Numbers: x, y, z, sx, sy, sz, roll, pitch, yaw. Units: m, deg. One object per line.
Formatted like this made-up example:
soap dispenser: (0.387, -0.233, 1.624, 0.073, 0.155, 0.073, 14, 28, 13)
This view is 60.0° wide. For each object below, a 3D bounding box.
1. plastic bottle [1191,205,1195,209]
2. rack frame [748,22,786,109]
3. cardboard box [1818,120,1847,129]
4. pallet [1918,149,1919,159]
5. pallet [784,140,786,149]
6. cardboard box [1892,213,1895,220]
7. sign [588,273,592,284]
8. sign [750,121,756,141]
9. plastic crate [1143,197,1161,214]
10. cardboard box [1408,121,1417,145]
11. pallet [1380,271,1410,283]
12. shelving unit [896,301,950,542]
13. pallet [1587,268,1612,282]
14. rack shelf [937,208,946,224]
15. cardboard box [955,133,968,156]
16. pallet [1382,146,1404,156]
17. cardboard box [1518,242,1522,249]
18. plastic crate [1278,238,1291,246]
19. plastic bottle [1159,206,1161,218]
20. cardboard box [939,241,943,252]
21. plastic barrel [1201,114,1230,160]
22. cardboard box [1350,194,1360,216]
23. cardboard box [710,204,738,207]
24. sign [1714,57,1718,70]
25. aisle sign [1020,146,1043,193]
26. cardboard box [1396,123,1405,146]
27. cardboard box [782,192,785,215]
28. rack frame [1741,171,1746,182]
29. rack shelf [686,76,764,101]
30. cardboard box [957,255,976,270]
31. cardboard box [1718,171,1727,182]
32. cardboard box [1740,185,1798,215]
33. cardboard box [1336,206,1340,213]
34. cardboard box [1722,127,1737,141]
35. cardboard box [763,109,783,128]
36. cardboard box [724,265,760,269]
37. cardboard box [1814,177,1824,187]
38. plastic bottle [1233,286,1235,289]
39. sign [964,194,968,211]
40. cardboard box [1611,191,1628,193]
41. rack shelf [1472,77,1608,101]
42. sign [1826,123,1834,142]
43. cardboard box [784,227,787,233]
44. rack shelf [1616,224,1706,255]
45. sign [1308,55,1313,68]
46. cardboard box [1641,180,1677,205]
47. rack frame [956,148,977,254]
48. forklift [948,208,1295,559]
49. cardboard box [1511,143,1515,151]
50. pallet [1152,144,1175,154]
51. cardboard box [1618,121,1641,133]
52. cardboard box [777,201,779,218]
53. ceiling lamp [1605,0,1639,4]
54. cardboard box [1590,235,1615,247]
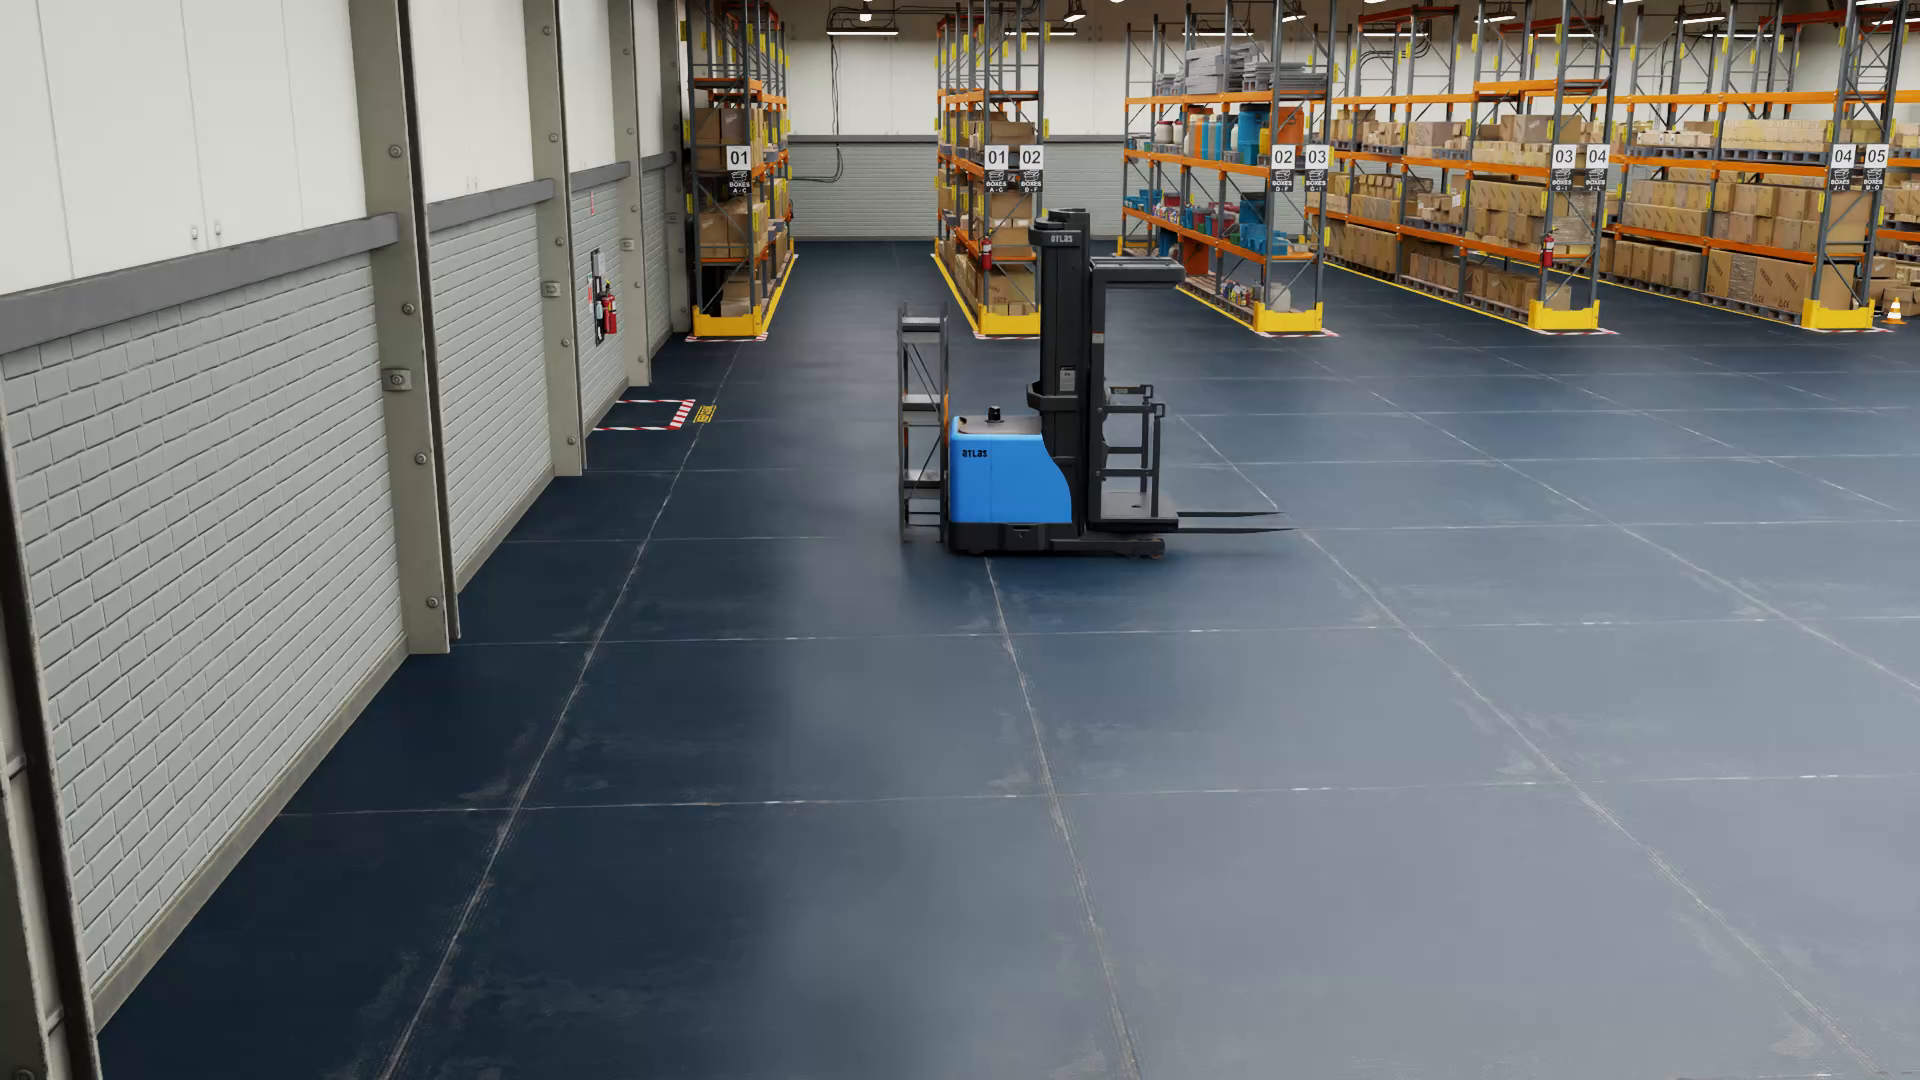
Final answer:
plastic bottle: (5.419, -7.586, 38.589, 0.144, 0.351, 0.185, -1, 14, -3)
rack frame: (-5.025, -11.890, 43.180, 1.000, 3.000, 0.127, -1, 14, -3)
cardboard box: (15.395, -7.334, 29.352, 0.380, 0.149, 0.250, -1, 14, -3)
pallet: (20.509, -7.900, 34.067, 1.213, 0.211, 1.003, -1, 14, -3)
pallet: (-4.890, -9.906, 41.666, 1.003, 0.211, 1.213, -1, 14, -3)
cardboard box: (20.171, -6.909, 35.522, 0.380, 0.149, 0.250, -1, 14, -5)
sign: (-4.514, -3.195, 20.290, 0.001, 0.109, 0.331, -1, 14, -3)
sign: (-3.492, -6.890, 28.012, 0.100, 0.325, 0.005, -1, 14, -3)
plastic crate: (4.742, -8.275, 41.081, 0.392, 0.384, 0.575, -1, 14, -3)
cardboard box: (10.075, -8.847, 36.168, 0.500, 0.500, 0.500, -1, 14, -3)
pallet: (10.329, -6.072, 38.201, 1.003, 0.211, 1.213, -1, 14, -3)
shelving unit: (-0.324, -1.064, 14.949, 0.431, 2.100, 0.503, 1, 14, 4)
pallet: (15.212, -6.120, 38.389, 1.003, 0.211, 1.213, -1, 14, -3)
rack shelf: (0.043, -8.217, 42.385, 1.077, 0.370, 4.000, -1, 14, -3)
cardboard box: (0.354, -8.682, 36.529, 0.910, 0.500, 0.500, -1, 14, -3)
pallet: (10.209, -8.745, 37.355, 1.213, 0.211, 1.003, 0, 14, -1)
cardboard box: (10.518, -5.430, 30.615, 0.380, 0.149, 0.250, -1, 14, -3)
plastic crate: (5.960, -5.626, 31.401, 0.530, 0.136, 0.437, -1, 14, -3)
plastic bottle: (4.763, -7.768, 39.432, 0.061, 0.283, 0.133, -1, 14, -3)
cardboard box: (-0.299, -7.680, 43.490, 0.500, 0.250, 0.500, -1, 14, -3)
plastic barrel: (5.278, -8.297, 34.230, 0.600, 0.901, 0.708, -1, 14, -3)
cardboard box: (9.833, -8.150, 40.481, 0.500, 0.500, 0.500, -1, 14, -3)
cardboard box: (-4.432, -6.052, 31.284, 0.500, 0.500, 0.500, -1, 14, -4)
sign: (20.240, -12.768, 44.559, 0.100, 0.325, 0.005, -1, 14, -3)
aisle sign: (1.220, -6.331, 28.394, 0.394, 0.787, 0.004, -1, 14, -3)
cardboard box: (10.193, -9.081, 37.233, 0.797, 0.503, 0.637, 0, 14, 0)
cardboard box: (-4.794, -8.271, 40.549, 0.980, 0.700, 0.700, -1, 14, -3)
rack frame: (19.945, -8.373, 41.548, 1.000, 3.000, 0.127, -1, 14, -3)
rack shelf: (-4.157, -8.059, 29.738, 1.077, 0.370, 4.000, -1, 14, -3)
cardboard box: (0.195, -5.951, 35.685, 0.500, 0.311, 0.500, -1, 14, -5)
cardboard box: (19.617, -9.145, 42.341, 0.500, 0.500, 0.500, -1, 14, -4)
cardboard box: (15.542, -6.513, 31.853, 0.875, 0.550, 0.550, -1, 14, -3)
cardboard box: (9.677, -8.297, 41.756, 0.380, 0.149, 0.250, -1, 14, -4)
cardboard box: (15.258, -7.931, 32.474, 0.500, 0.250, 0.500, -1, 14, -3)
cardboard box: (-4.541, -10.167, 40.254, 0.500, 0.500, 0.500, -1, 14, -4)
cardboard box: (-4.426, -5.314, 33.792, 0.700, 0.500, 0.500, -1, 14, -5)
cardboard box: (19.900, -8.035, 38.028, 0.500, 0.500, 0.500, -1, 14, -5)
plastic bottle: (5.301, -4.755, 32.081, 0.097, 0.271, 0.097, 0, 14, 0)
sign: (0.122, -6.590, 32.453, 0.100, 0.325, 0.005, -1, 14, -3)
cardboard box: (15.359, -8.025, 38.664, 0.380, 0.149, 0.250, 0, 14, -1)
rack shelf: (10.674, -8.288, 30.629, 1.077, 0.370, 4.000, -1, 14, -3)
sign: (15.212, -7.125, 29.060, 0.100, 0.325, 0.005, -1, 14, -3)
cardboard box: (-4.675, -8.027, 43.075, 0.380, 0.149, 0.250, 0, 14, -2)
rack shelf: (15.383, -6.430, 35.443, 1.077, 0.370, 4.000, -1, 14, -3)
sign: (9.252, -12.642, 43.908, 0.100, 0.325, 0.005, -1, 14, -3)
cardboard box: (15.310, -7.571, 36.226, 0.700, 0.500, 0.500, -1, 14, -4)
rack frame: (0.415, -7.073, 36.496, 1.000, 3.000, 0.127, -1, 14, -3)
forklift: (1.420, -1.392, 14.556, 3.031, 2.935, 1.130, 0, 14, 1)
cardboard box: (10.425, -7.265, 30.724, 0.380, 0.149, 0.250, -2, 15, -6)
pallet: (5.257, -9.311, 39.554, 1.213, 0.211, 1.003, -1, 14, -3)
cardboard box: (14.975, -9.245, 37.180, 0.396, 0.266, 0.258, -1, 14, -3)
cardboard box: (-4.327, -7.453, 37.135, 0.500, 0.500, 0.500, 0, 14, -2)
ceiling lamp: (13.309, -11.971, 31.781, 0.800, 3.185, 2.000, -1, 14, -3)
cardboard box: (14.913, -6.924, 38.585, 0.500, 0.250, 0.500, -1, 14, -3)
